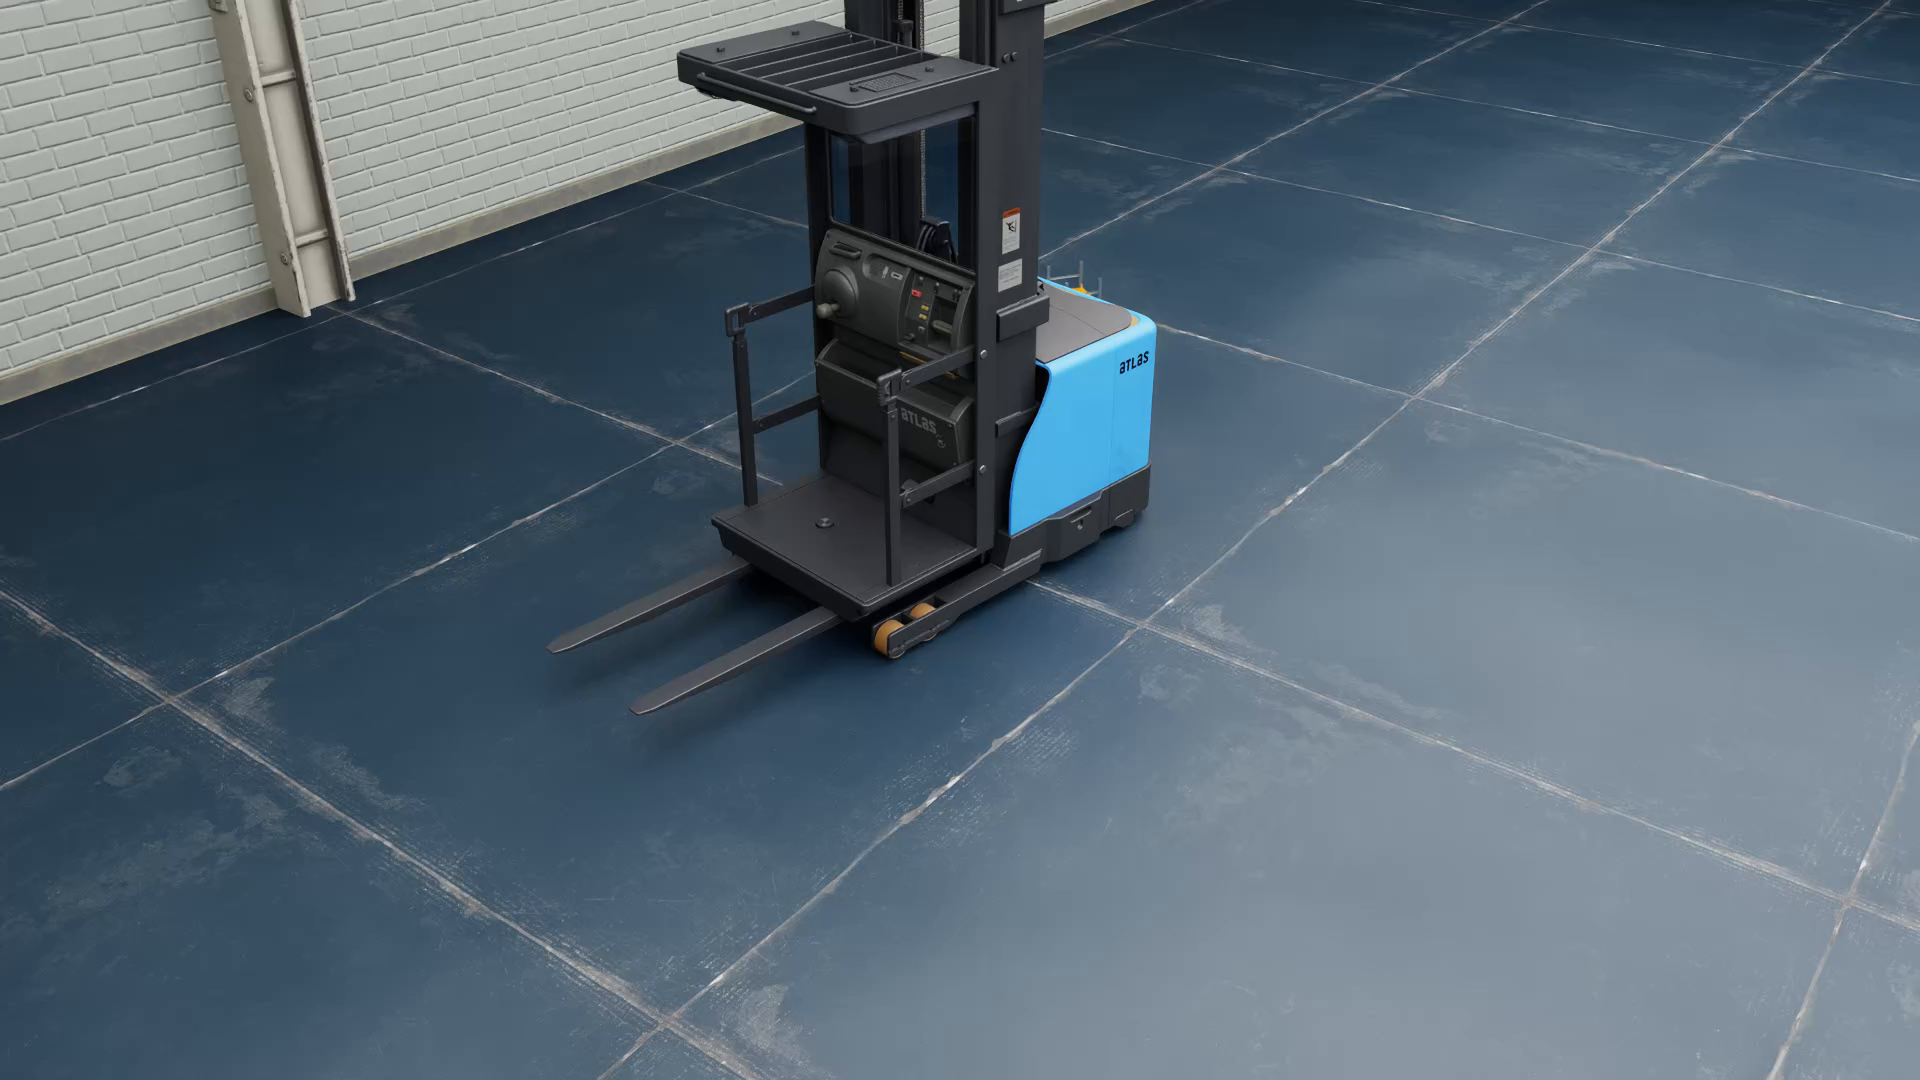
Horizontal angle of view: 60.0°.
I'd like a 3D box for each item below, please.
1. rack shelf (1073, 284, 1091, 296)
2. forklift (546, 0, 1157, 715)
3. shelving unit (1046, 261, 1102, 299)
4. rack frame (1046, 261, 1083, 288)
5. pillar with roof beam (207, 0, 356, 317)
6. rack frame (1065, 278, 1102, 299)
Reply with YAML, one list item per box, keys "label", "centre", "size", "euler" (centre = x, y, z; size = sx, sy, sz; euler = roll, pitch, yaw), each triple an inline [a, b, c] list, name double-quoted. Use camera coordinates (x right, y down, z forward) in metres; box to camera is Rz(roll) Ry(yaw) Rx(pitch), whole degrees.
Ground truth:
- label: "rack shelf"
  centre: [0.583, -1.153, 8.629]
  size: [0.215, 0.259, 0.240]
  euler: [-10, 32, -17]
- label: "forklift"
  centre: [-0.447, -1.035, 7.122]
  size: [3.031, 2.935, 1.130]
  euler: [-27, 40, -37]
- label: "shelving unit"
  centre: [0.583, -0.918, 8.769]
  size: [0.215, 1.050, 0.252]
  euler: [-10, 32, -17]
- label: "rack frame"
  centre: [0.542, -0.976, 8.867]
  size: [0.200, 1.050, 0.008]
  euler: [-10, 32, -17]
- label: "pillar with roof beam"
  centre: [-0.775, -4.099, 6.340]
  size: [9.100, 9.000, 0.400]
  euler: [21, 37, 31]
- label: "rack frame"
  centre: [0.624, -0.859, 8.670]
  size: [0.200, 1.050, 0.008]
  euler: [-10, 32, -17]
